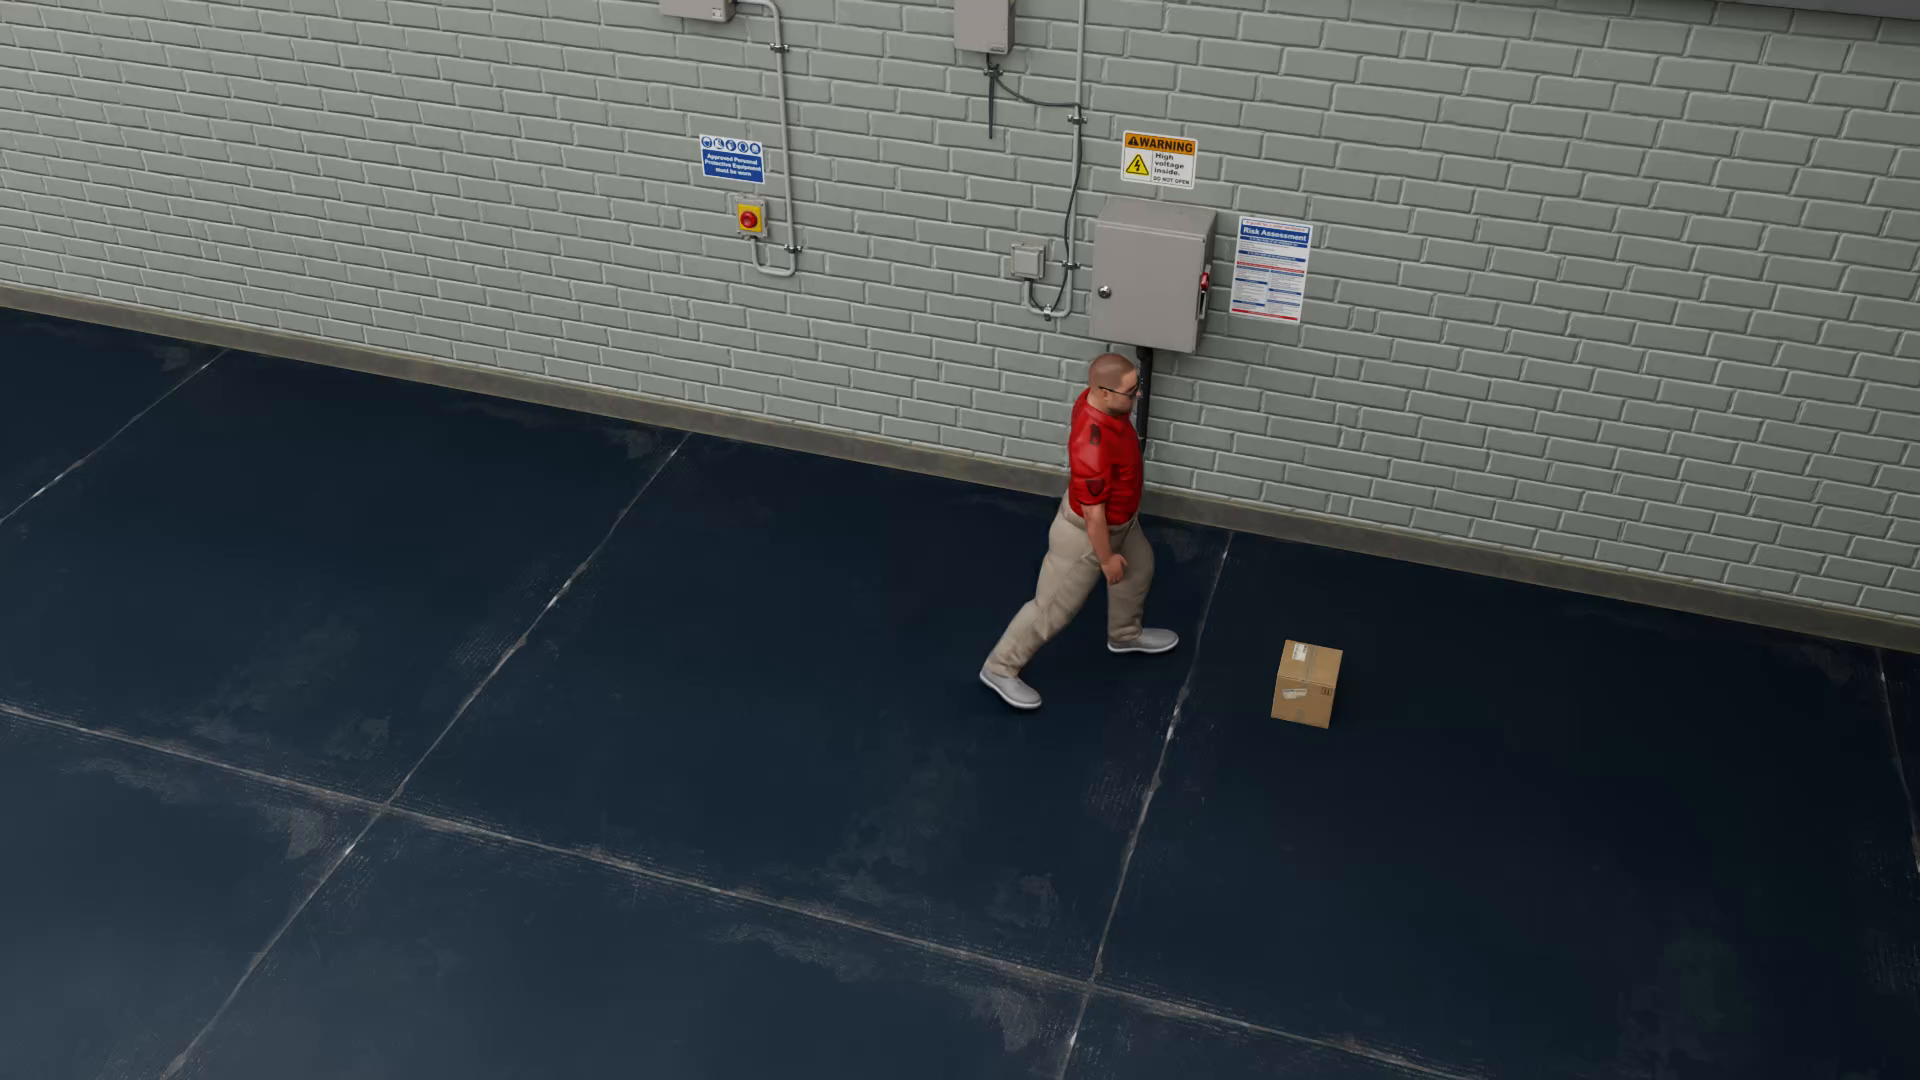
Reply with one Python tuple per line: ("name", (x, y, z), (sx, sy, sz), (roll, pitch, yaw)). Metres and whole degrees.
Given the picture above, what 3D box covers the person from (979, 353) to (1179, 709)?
("person", (0.535, -0.061, 7.012), (0.847, 1.682, 0.636), (7, 37, 10))
